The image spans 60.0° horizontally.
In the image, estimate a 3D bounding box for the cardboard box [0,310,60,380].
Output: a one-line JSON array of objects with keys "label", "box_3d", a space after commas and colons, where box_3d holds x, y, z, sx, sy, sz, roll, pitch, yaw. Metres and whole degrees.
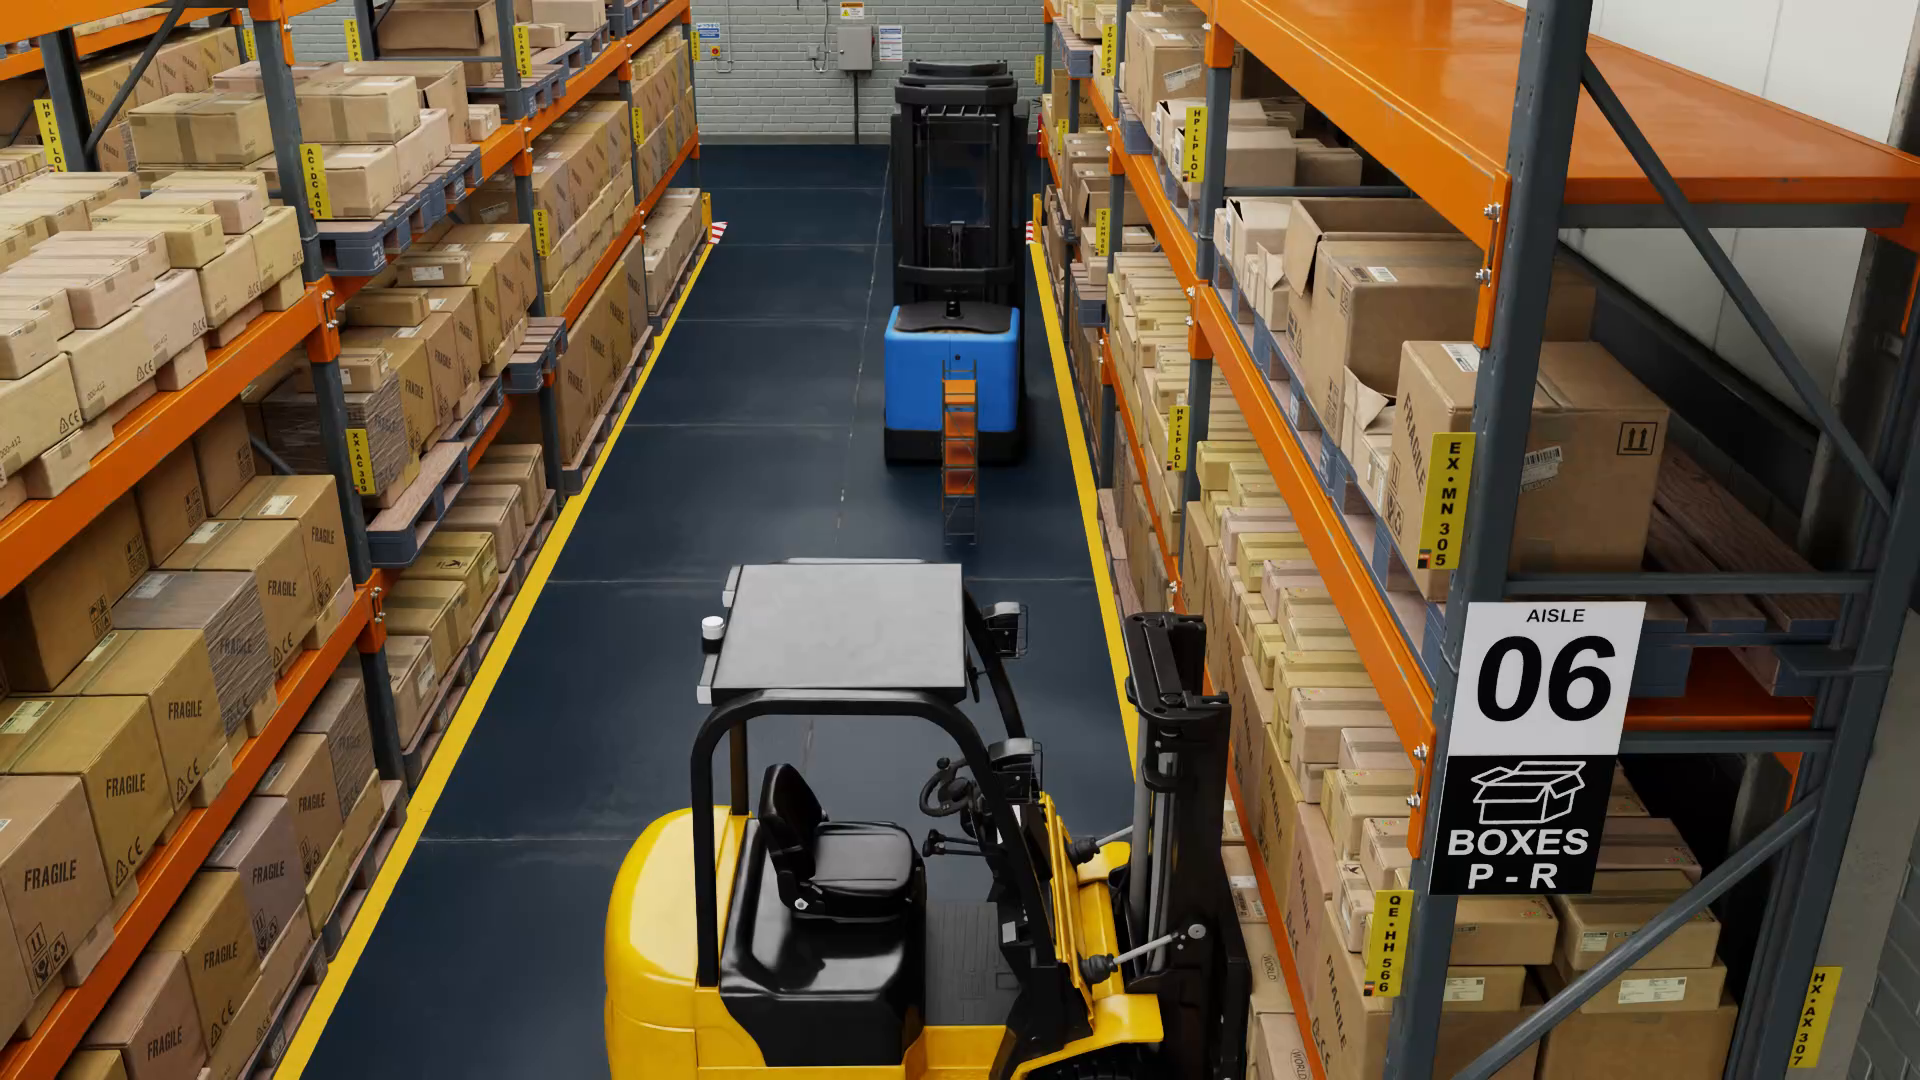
[{"label": "cardboard box", "box_3d": [-3.050, -0.606, 5.148, 0.380, 0.149, 0.250, 0, 24, 1]}]

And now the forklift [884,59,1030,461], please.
[{"label": "forklift", "box_3d": [0.009, -2.517, 13.759, 1.130, 2.935, 3.031, 1, 24, 3]}]

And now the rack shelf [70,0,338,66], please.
[{"label": "rack shelf", "box_3d": [-3.408, -3.019, 8.862, 1.077, 0.370, 4.000, 0, 24, -1]}]

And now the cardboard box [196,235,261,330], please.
[{"label": "cardboard box", "box_3d": [-3.106, -1.016, 6.537, 0.500, 0.250, 0.500, -1, 24, -1]}]

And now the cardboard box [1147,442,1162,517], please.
[{"label": "cardboard box", "box_3d": [1.299, -0.340, 9.044, 0.500, 0.250, 0.500, 0, 24, -1]}]

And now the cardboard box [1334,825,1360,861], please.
[{"label": "cardboard box", "box_3d": [1.362, 0.958, 5.083, 0.380, 0.149, 0.250, 0, 24, 0]}]

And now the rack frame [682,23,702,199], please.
[{"label": "rack frame", "box_3d": [-3.517, -4.916, 18.979, 1.000, 3.000, 0.127, 0, 24, -1]}]

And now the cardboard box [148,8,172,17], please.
[{"label": "cardboard box", "box_3d": [-8.166, -5.330, 16.438, 0.500, 0.250, 0.500, 1, 24, 2]}]

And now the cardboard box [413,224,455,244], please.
[{"label": "cardboard box", "box_3d": [-3.657, -1.805, 11.109, 0.500, 0.500, 0.500, -1, 24, -2]}]

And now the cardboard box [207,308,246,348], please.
[{"label": "cardboard box", "box_3d": [-3.136, -0.885, 6.731, 0.380, 0.149, 0.250, 0, 24, 0]}]

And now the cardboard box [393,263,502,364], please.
[{"label": "cardboard box", "box_3d": [-3.124, -1.385, 10.180, 0.500, 0.500, 0.500, -2, 24, -4]}]

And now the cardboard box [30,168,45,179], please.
[{"label": "cardboard box", "box_3d": [-8.217, -3.144, 14.497, 0.380, 0.149, 0.250, 0, 24, 0]}]

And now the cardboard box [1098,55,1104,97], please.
[{"label": "cardboard box", "box_3d": [1.279, -3.359, 12.079, 0.500, 0.250, 0.500, 0, 24, 0]}]

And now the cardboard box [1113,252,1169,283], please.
[{"label": "cardboard box", "box_3d": [1.242, -1.852, 11.295, 0.380, 0.149, 0.250, 0, 24, 1]}]

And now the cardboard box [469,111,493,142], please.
[{"label": "cardboard box", "box_3d": [-3.206, -2.640, 10.612, 0.380, 0.149, 0.250, 0, 24, -1]}]

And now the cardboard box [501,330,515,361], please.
[{"label": "cardboard box", "box_3d": [-3.074, -1.245, 10.657, 0.380, 0.149, 0.250, -1, 24, -3]}]

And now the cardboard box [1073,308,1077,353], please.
[{"label": "cardboard box", "box_3d": [1.286, -1.924, 14.888, 0.500, 0.500, 0.500, -1, 24, -1]}]

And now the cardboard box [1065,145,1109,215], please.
[{"label": "cardboard box", "box_3d": [1.277, -3.114, 14.365, 0.700, 0.500, 0.500, 0, 24, 0]}]

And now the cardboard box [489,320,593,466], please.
[{"label": "cardboard box", "box_3d": [-3.355, -1.127, 12.672, 0.875, 0.875, 0.875, 0, 24, -1]}]

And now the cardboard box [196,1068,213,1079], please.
[{"label": "cardboard box", "box_3d": [-3.073, 2.195, 6.084, 0.500, 0.250, 0.500, 1, 24, 1]}]

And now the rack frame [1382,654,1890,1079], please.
[{"label": "rack frame", "box_3d": [1.621, 1.653, 4.454, 1.000, 3.000, 0.127, 0, 24, -1]}]

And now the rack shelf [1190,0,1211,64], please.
[{"label": "rack shelf", "box_3d": [1.555, -3.042, 8.915, 1.077, 0.370, 4.000, 0, 24, -1]}]

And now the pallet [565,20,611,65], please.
[{"label": "pallet", "box_3d": [-3.414, -4.169, 13.921, 0.805, 0.209, 1.217, -1, 24, -3]}]

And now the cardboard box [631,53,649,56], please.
[{"label": "cardboard box", "box_3d": [-3.282, -4.722, 16.428, 0.380, 0.149, 0.250, 0, 24, -1]}]

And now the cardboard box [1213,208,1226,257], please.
[{"label": "cardboard box", "box_3d": [1.278, -1.298, 7.013, 0.380, 0.149, 0.250, 0, 24, 1]}]

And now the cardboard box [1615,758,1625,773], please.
[{"label": "cardboard box", "box_3d": [1.857, 0.719, 5.252, 0.380, 0.149, 0.250, 0, 24, 0]}]

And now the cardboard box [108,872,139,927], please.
[{"label": "cardboard box", "box_3d": [-3.072, 1.226, 5.704, 0.380, 0.149, 0.250, 0, 24, 1]}]

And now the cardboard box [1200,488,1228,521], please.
[{"label": "cardboard box", "box_3d": [1.317, -0.203, 7.651, 0.380, 0.149, 0.250, -1, 24, -1]}]

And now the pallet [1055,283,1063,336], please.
[{"label": "pallet", "box_3d": [1.483, -2.304, 16.588, 1.003, 0.211, 1.213, 0, 24, -1]}]

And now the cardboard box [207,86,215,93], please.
[{"label": "cardboard box", "box_3d": [-8.203, -4.637, 17.880, 0.500, 0.500, 0.500, -1, 24, -1]}]

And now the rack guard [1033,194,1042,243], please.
[{"label": "rack guard", "box_3d": [1.447, -3.769, 19.478, 1.175, 0.500, 0.348, 0, 24, -1]}]

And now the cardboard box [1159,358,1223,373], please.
[{"label": "cardboard box", "box_3d": [1.305, -0.899, 9.189, 0.380, 0.149, 0.250, -1, 24, -2]}]

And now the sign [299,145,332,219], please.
[{"label": "sign", "box_3d": [-2.844, -1.579, 7.334, 0.100, 0.325, 0.005, 0, 24, -1]}]

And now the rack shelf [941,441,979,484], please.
[{"label": "rack shelf", "box_3d": [-0.002, -0.554, 11.681, 0.258, 0.148, 0.480, 0, 24, -1]}]

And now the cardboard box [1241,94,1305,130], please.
[{"label": "cardboard box", "box_3d": [1.767, -2.464, 9.570, 0.380, 0.166, 0.250, 0, 24, -1]}]

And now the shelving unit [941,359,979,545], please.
[{"label": "shelving unit", "box_3d": [-0.002, -0.615, 11.654, 0.258, 1.200, 0.503, 0, 24, -1]}]

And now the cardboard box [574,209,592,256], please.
[{"label": "cardboard box", "box_3d": [-3.186, -2.407, 13.007, 0.500, 0.250, 0.500, 0, 24, -1]}]

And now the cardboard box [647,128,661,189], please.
[{"label": "cardboard box", "box_3d": [-3.218, -3.715, 16.203, 0.500, 0.500, 0.500, 0, 24, 0]}]

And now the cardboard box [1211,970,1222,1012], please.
[{"label": "cardboard box", "box_3d": [1.279, 1.898, 6.741, 0.500, 0.250, 0.500, 1, 24, 1]}]

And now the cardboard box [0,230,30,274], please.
[{"label": "cardboard box", "box_3d": [-3.654, -1.029, 6.083, 0.380, 0.149, 0.250, -1, 24, -2]}]

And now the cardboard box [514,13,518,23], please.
[{"label": "cardboard box", "box_3d": [-3.810, -4.196, 13.522, 0.380, 0.166, 0.250, -2, 24, -4]}]

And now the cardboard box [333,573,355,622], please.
[{"label": "cardboard box", "box_3d": [-3.078, 0.275, 7.808, 0.380, 0.149, 0.250, -1, 24, -1]}]

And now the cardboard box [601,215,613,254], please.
[{"label": "cardboard box", "box_3d": [-3.226, -2.598, 14.035, 0.500, 0.250, 0.500, -1, 24, -2]}]

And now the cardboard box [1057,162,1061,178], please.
[{"label": "cardboard box", "box_3d": [1.175, -3.735, 16.672, 0.380, 0.149, 0.250, -1, 24, -1]}]

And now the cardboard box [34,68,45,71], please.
[{"label": "cardboard box", "box_3d": [-8.709, -4.246, 15.802, 0.500, 0.500, 0.500, -1, 24, -2]}]

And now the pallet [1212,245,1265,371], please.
[{"label": "pallet", "box_3d": [1.612, -0.970, 6.722, 1.003, 0.211, 1.213, 0, 24, -1]}]

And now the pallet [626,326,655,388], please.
[{"label": "pallet", "box_3d": [-3.390, -1.679, 15.207, 1.003, 0.211, 1.213, 0, 24, -1]}]

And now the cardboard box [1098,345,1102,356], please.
[{"label": "cardboard box", "box_3d": [1.282, -1.414, 12.974, 0.380, 0.149, 0.250, -1, 24, -2]}]

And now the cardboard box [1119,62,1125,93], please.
[{"label": "cardboard box", "box_3d": [1.233, -2.995, 10.745, 0.380, 0.166, 0.250, 0, 24, -1]}]

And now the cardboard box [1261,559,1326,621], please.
[{"label": "cardboard box", "box_3d": [1.377, 0.192, 6.417, 0.380, 0.149, 0.250, 0, 24, -1]}]

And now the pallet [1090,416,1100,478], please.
[{"label": "pallet", "box_3d": [1.563, -0.680, 12.998, 1.003, 0.211, 1.213, 0, 24, -1]}]

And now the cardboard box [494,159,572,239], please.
[{"label": "cardboard box", "box_3d": [-3.206, -2.529, 12.367, 0.500, 0.500, 0.500, 0, 24, 0]}]

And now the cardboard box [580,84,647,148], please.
[{"label": "cardboard box", "box_3d": [-3.237, -3.966, 15.544, 0.500, 0.500, 0.500, 0, 24, 0]}]

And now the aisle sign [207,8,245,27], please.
[{"label": "aisle sign", "box_3d": [-8.167, -6.068, 18.371, 0.394, 0.787, 0.004, 0, 24, -1]}]

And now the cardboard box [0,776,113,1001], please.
[{"label": "cardboard box", "box_3d": [-3.080, 1.086, 5.226, 0.500, 0.500, 0.500, 0, 24, 1]}]

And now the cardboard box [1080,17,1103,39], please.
[{"label": "cardboard box", "box_3d": [1.138, -4.022, 13.037, 0.380, 0.149, 0.250, 0, 24, 1]}]
